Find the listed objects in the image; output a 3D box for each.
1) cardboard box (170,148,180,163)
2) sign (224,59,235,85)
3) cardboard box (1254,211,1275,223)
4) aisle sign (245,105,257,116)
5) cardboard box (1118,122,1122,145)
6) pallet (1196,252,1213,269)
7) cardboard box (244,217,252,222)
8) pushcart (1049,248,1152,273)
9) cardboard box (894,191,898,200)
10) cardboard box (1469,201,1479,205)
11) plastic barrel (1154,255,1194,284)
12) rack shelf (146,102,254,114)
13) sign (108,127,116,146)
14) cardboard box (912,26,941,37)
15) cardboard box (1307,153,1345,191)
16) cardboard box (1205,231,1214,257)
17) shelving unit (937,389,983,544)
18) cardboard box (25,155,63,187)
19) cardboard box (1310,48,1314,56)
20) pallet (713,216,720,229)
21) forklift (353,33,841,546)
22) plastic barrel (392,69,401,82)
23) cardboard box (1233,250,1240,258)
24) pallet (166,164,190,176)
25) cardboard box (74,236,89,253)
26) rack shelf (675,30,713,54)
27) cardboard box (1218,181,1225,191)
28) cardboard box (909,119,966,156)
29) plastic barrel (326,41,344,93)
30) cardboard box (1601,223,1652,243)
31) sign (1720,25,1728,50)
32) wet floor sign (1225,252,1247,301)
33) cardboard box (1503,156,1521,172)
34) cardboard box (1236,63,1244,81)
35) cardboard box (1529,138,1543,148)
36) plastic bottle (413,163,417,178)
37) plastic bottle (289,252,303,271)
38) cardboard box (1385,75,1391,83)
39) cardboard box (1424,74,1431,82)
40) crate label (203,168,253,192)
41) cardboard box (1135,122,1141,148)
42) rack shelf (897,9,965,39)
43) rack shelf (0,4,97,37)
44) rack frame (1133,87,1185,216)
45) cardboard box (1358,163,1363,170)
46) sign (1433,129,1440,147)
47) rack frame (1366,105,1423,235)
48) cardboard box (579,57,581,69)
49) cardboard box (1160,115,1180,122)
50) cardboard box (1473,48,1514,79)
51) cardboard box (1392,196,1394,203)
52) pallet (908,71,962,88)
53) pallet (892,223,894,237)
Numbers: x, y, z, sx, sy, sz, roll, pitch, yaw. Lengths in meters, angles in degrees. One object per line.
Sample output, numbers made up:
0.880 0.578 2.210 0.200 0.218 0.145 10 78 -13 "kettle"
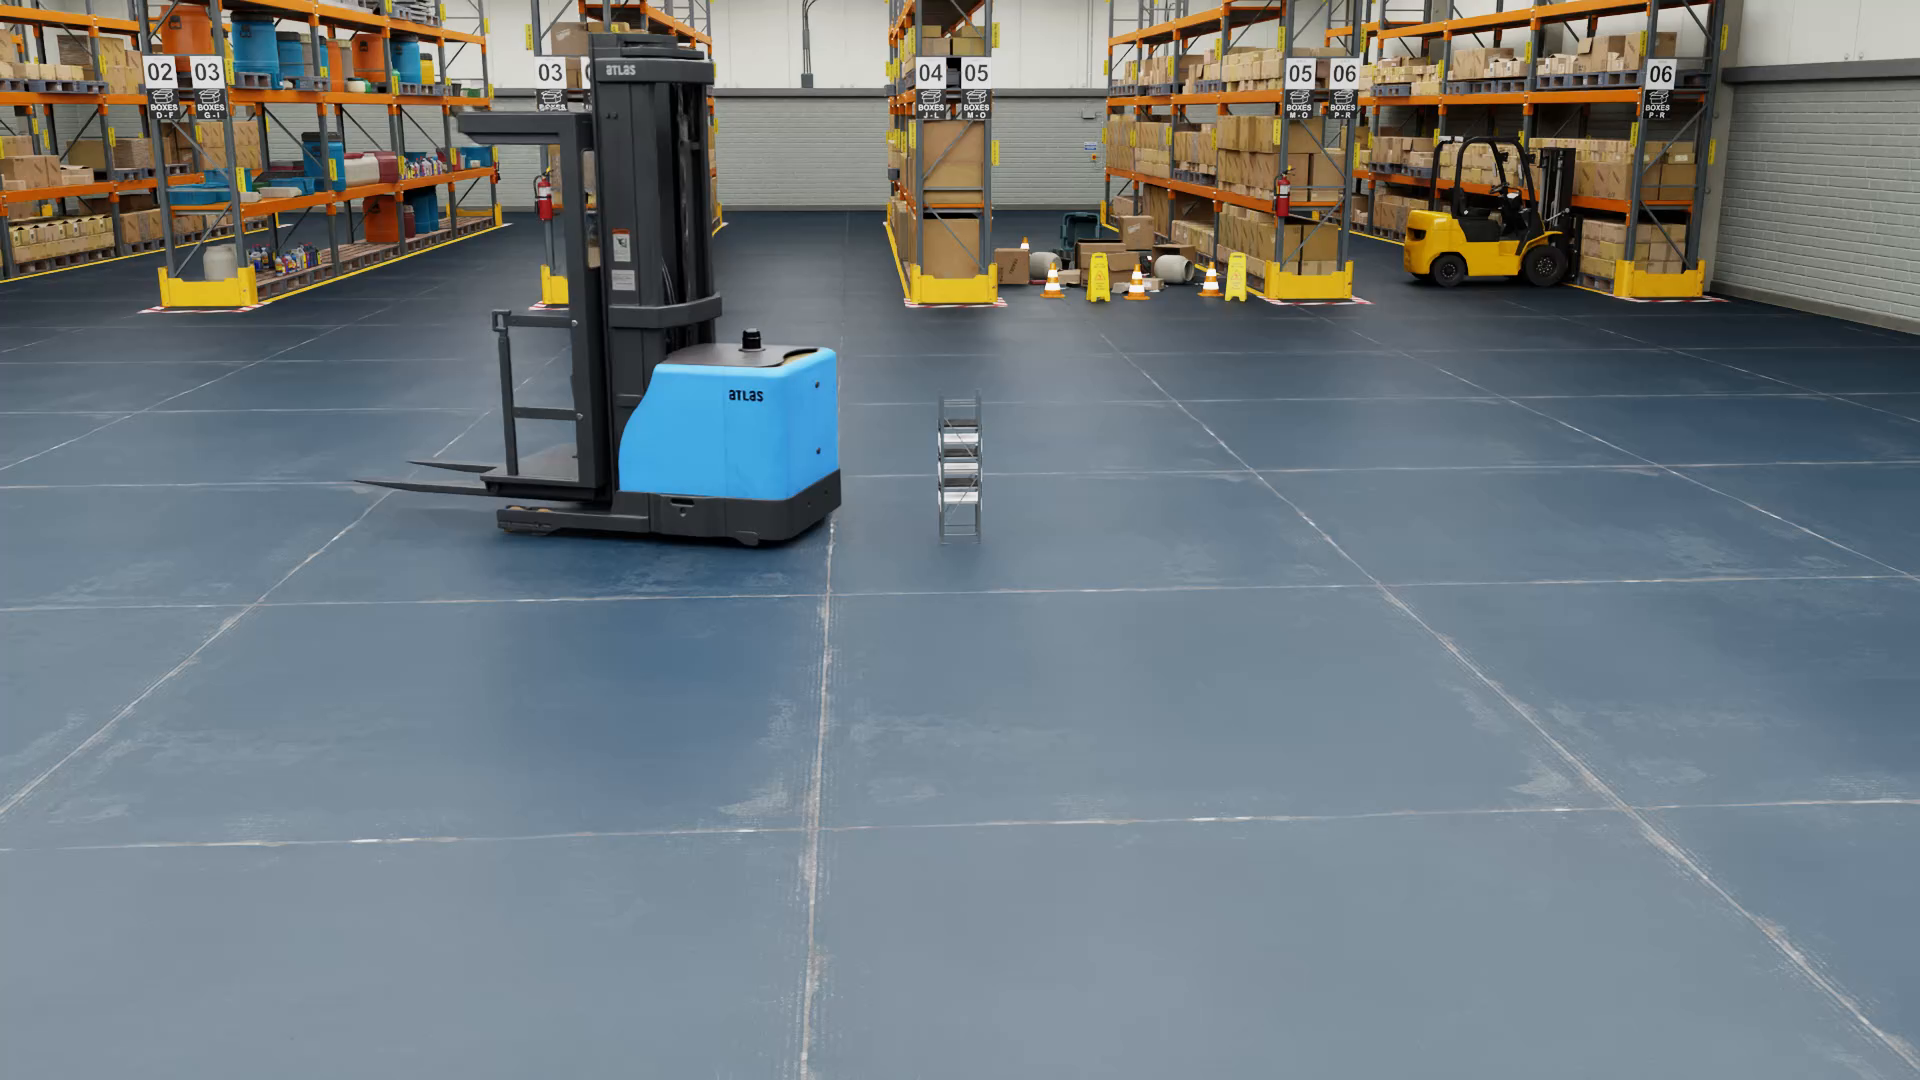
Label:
-15.961 -7.663 33.589 0.500 0.500 0.500 -1 14 -3 "cardboard box"
-9.437 -6.050 21.482 0.100 0.325 0.005 -1 14 -3 "sign"
4.449 -4.649 23.945 0.380 0.149 0.250 0 14 -2 "cardboard box"
-15.620 -9.770 36.760 0.394 0.787 0.004 -1 14 -3 "aisle sign"
3.713 -8.823 36.089 0.500 0.500 0.500 -1 14 -3 "cardboard box"
4.551 -4.653 27.686 1.003 0.211 1.213 -1 14 -3 "pallet"
-15.613 -7.002 35.857 0.500 0.250 0.500 -1 14 -3 "cardboard box"
2.328 -4.492 26.728 1.648 0.377 0.936 -6 16 -23 "pushcart"
-1.047 -6.866 33.360 0.500 0.250 0.500 -2 15 -6 "cardboard box"
9.585 -6.323 31.455 0.380 0.149 0.250 0 14 -1 "cardboard box"
3.209 -4.057 24.947 0.512 0.421 0.421 10 18 35 "plastic barrel"
-15.798 -9.096 34.783 1.077 0.370 4.000 -1 14 -3 "rack shelf"
-14.872 -7.070 29.160 0.100 0.325 0.005 -1 14 -3 "sign"
-0.446 -6.761 22.124 0.380 0.149 0.250 -1 14 -3 "cardboard box"
5.096 -5.129 23.145 0.500 0.500 0.500 -1 14 -4 "cardboard box"
4.565 -4.871 27.368 0.950 0.372 0.625 -1 14 -3 "cardboard box"
0.000 -0.438 9.922 0.258 0.900 0.210 -1 14 -3 "shelving unit"
-15.306 -6.131 27.634 0.500 0.500 0.500 -2 15 -6 "cardboard box"
4.998 -6.686 22.877 0.380 0.149 0.250 -1 14 -4 "cardboard box"
-5.906 -7.093 37.170 1.003 0.211 1.213 -1 14 -3 "pallet"
-2.332 -1.566 10.232 3.031 2.935 1.130 4 15 15 "forklift"
-10.318 -8.423 30.192 0.294 0.245 0.294 0 14 0 "plastic barrel"
4.447 -4.266 25.262 0.500 0.250 0.500 -1 14 -4 "cardboard box"
-15.733 -7.201 32.379 1.003 0.211 1.213 -1 14 -3 "pallet"
-15.086 -4.991 28.079 0.500 0.250 0.500 -1 14 -2 "cardboard box"
-5.910 -10.507 35.050 1.077 0.370 4.000 -1 14 -3 "rack shelf"
4.300 -5.605 26.294 0.380 0.149 0.250 -1 14 -4 "cardboard box"
-0.345 -6.211 25.680 0.875 0.550 0.550 -1 14 -3 "cardboard box"
-10.607 -7.865 27.695 0.600 0.830 0.708 -1 14 -3 "plastic barrel"
9.462 -4.358 23.613 0.500 0.250 0.500 0 14 -2 "cardboard box"
10.356 -6.814 22.556 0.100 0.325 0.005 -1 14 -3 "sign"
3.792 -3.611 22.765 0.267 0.644 0.232 4 15 16 "wet floor sign"
9.269 -6.175 27.303 0.500 0.250 0.500 -1 14 -5 "cardboard box"
4.414 -6.967 24.769 0.500 0.250 0.500 -1 14 -3 "cardboard box"
9.278 -6.310 26.431 0.380 0.149 0.250 -1 14 -2 "cardboard box"
-10.212 -6.919 31.133 0.061 0.283 0.133 -1 14 -3 "plastic bottle"
-9.868 -4.150 24.719 0.152 0.276 0.135 -1 14 -2 "plastic bottle"
8.705 -9.189 33.160 0.380 0.149 0.250 -1 14 -3 "cardboard box"
8.998 -8.731 31.422 0.380 0.149 0.250 -1 14 -3 "cardboard box"
-10.370 -5.056 23.587 0.502 0.435 0.616 -1 14 -3 "crate label"
3.845 -8.218 33.739 0.500 0.500 0.500 -1 14 -3 "cardboard box"
-0.458 -8.569 27.517 1.077 0.370 4.000 -1 14 -3 "rack shelf"
-15.302 -8.365 26.726 1.077 0.370 4.000 -1 14 -3 "rack shelf"
4.105 -7.799 34.319 1.000 3.000 0.127 -1 14 -3 "rack frame"
8.709 -7.959 35.445 0.380 0.149 0.250 -1 14 -2 "cardboard box"
8.765 -7.394 30.578 0.100 0.325 0.005 -1 14 -3 "sign"
9.059 -7.877 34.620 1.000 3.000 0.127 -1 14 -3 "rack frame"
-4.829 -6.307 22.001 0.380 0.149 0.250 -1 14 -4 "cardboard box"
4.344 -8.729 34.422 0.380 0.149 0.250 -1 14 -4 "cardboard box"
9.171 -8.198 28.604 0.500 0.500 0.500 -1 14 -2 "cardboard box"
8.967 -6.891 33.662 0.380 0.149 0.250 -1 14 -4 "cardboard box"
-0.221 -6.611 23.861 1.003 0.211 1.213 -1 14 -3 "pallet"
-0.906 -6.514 34.919 1.003 0.211 1.213 -1 14 -3 "pallet"
